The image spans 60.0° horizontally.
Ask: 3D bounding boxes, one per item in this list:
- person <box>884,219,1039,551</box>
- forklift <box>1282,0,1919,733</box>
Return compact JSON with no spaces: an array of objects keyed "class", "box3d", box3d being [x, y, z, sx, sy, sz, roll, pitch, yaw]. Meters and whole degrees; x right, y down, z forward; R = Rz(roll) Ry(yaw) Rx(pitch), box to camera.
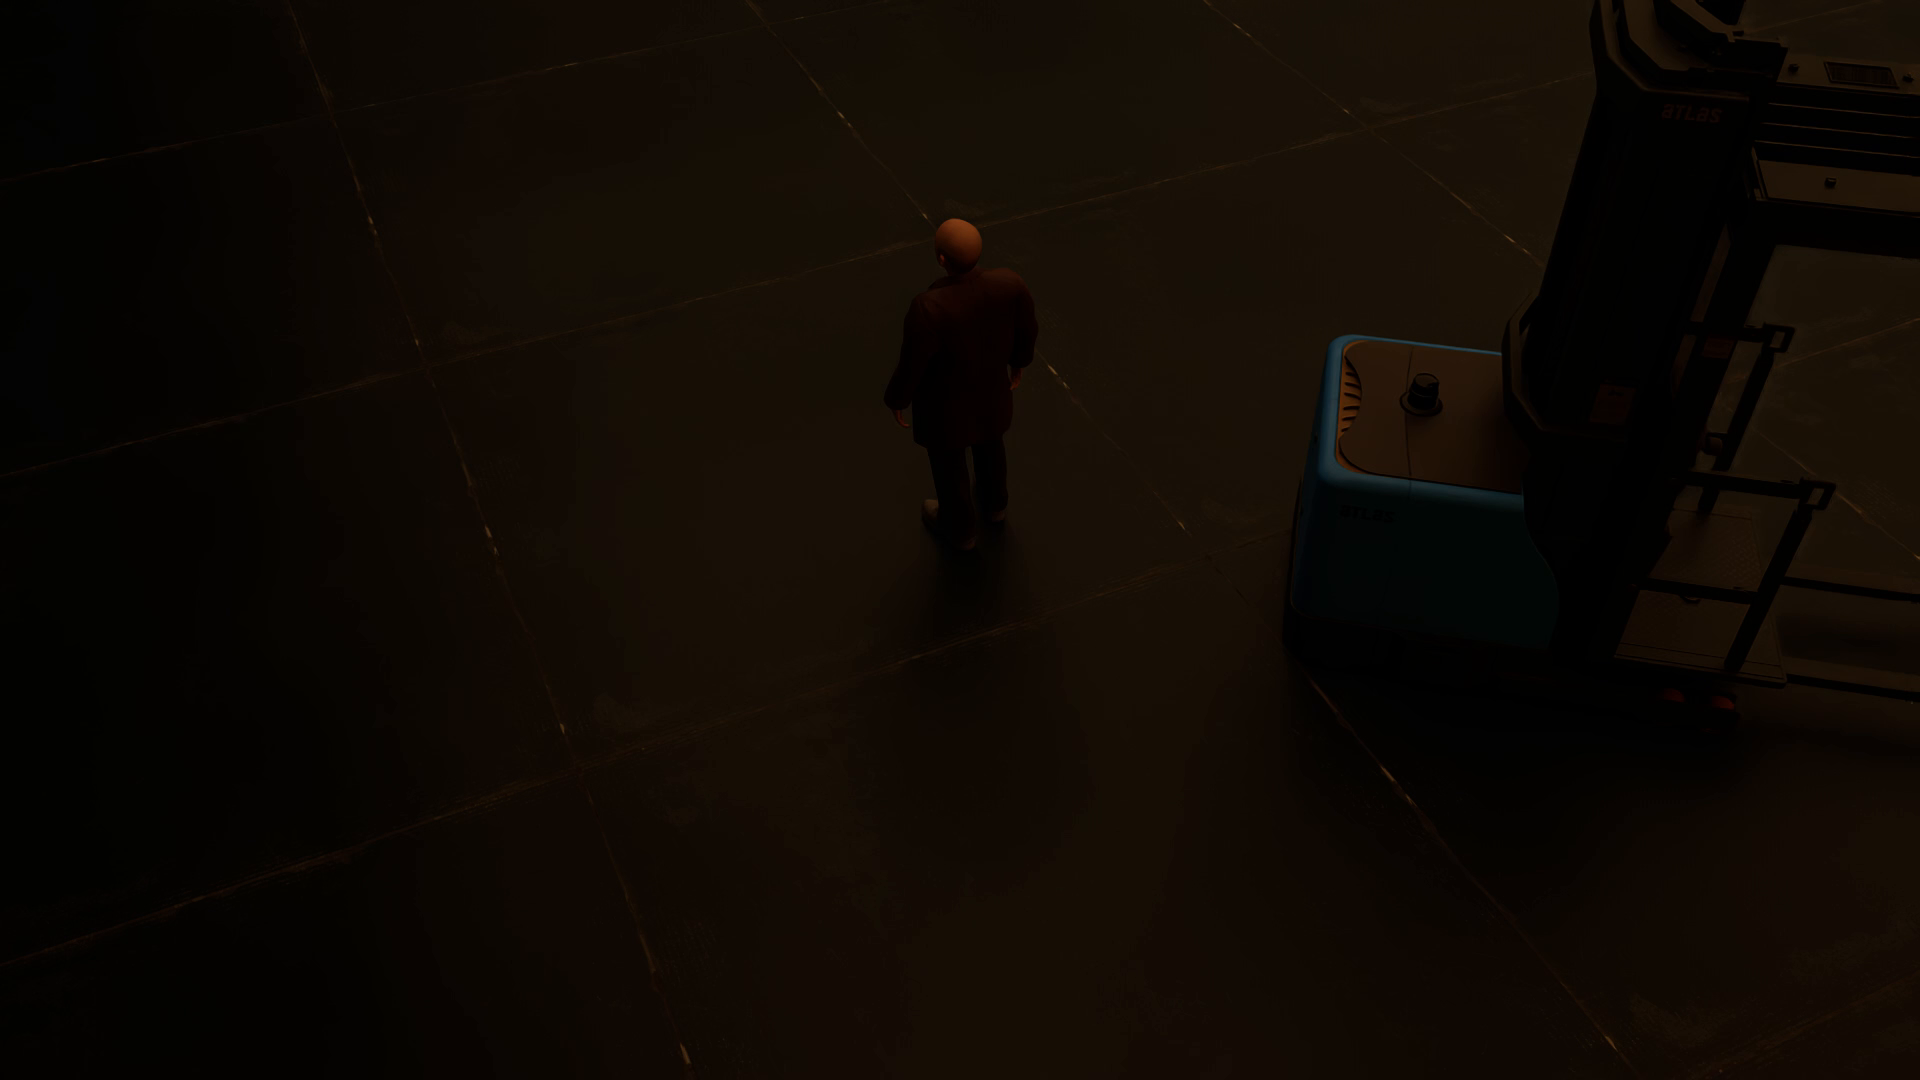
[{"class":"person","box3d":[-0.034,-0.712,7.279,0.694,1.775,0.582,-18,46,-18]},{"class":"forklift","box3d":[2.977,-0.661,6.388,3.031,2.935,1.130,8,44,9]}]
